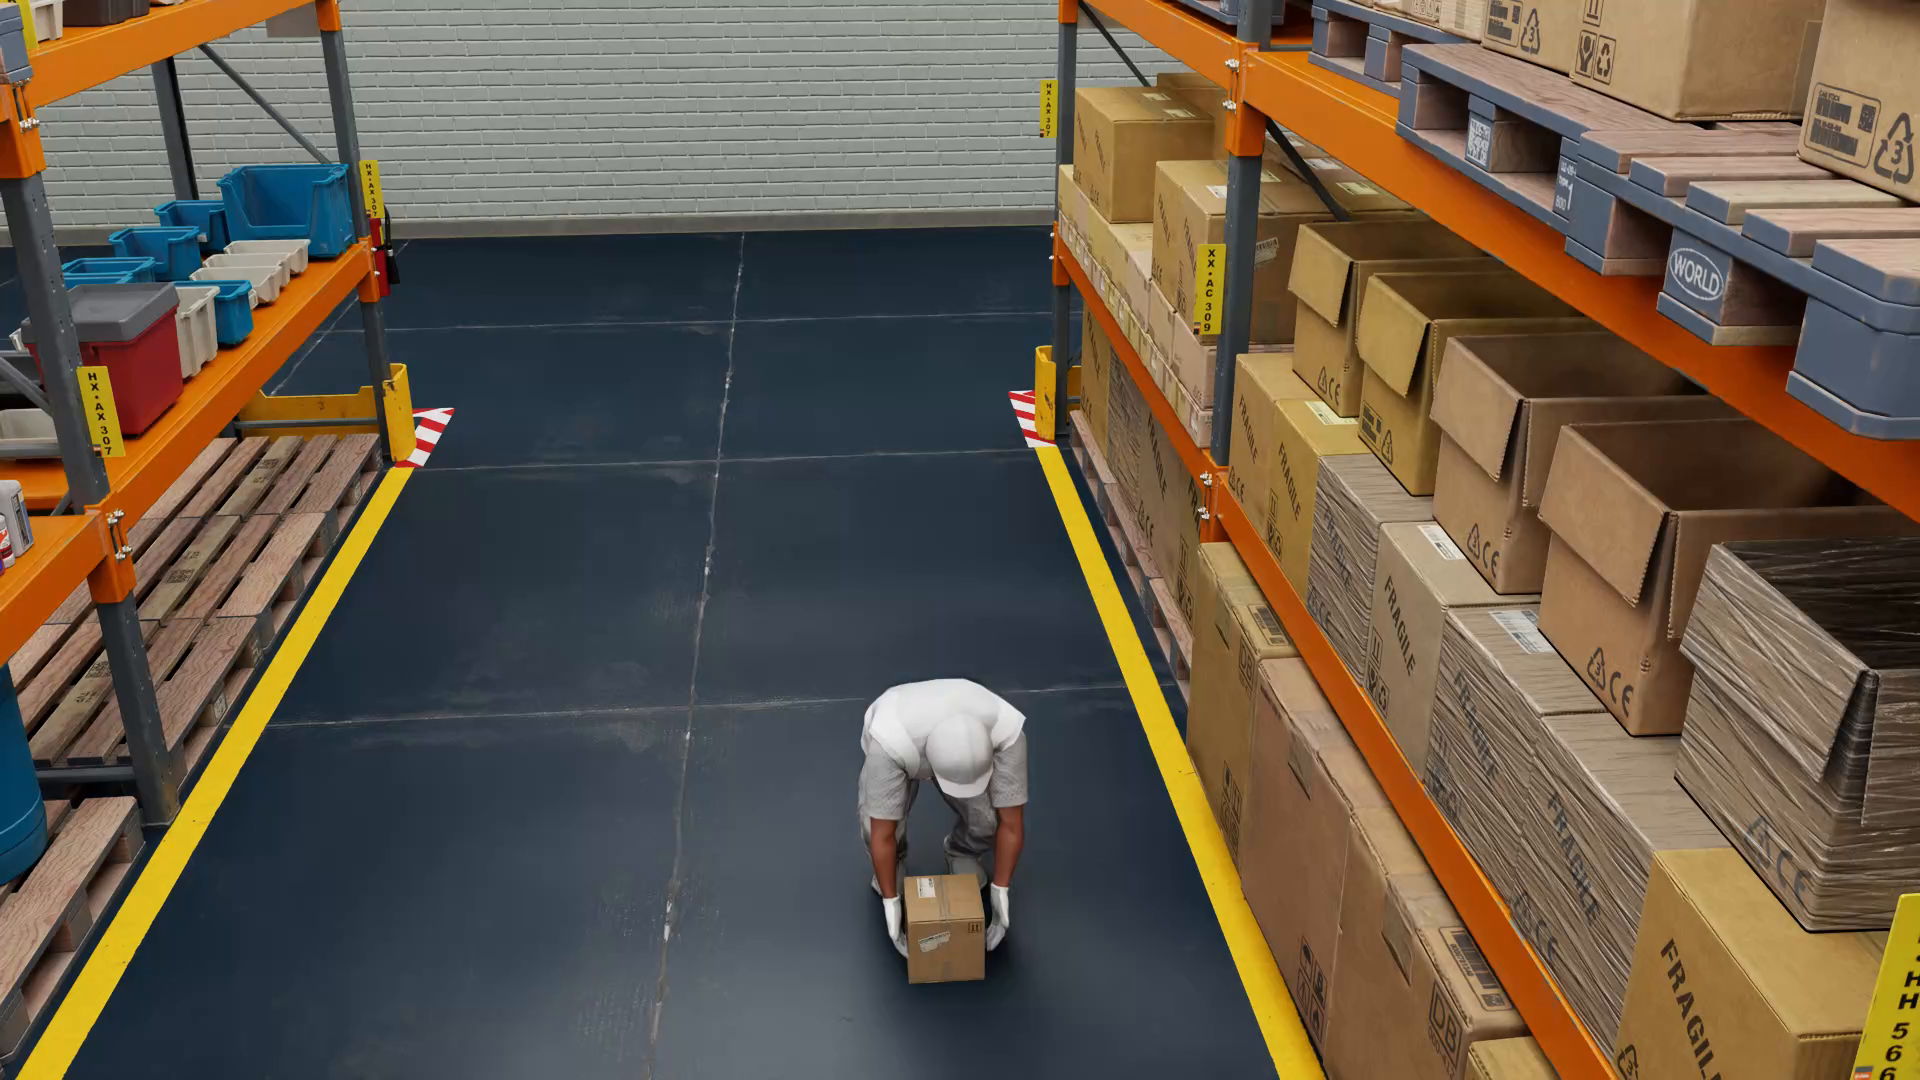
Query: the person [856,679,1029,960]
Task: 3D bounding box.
[{"bbox_3d":[-0.072,0.845,5.720,0.577,0.921,0.911,-2,24,-5],"label":"person"}]
